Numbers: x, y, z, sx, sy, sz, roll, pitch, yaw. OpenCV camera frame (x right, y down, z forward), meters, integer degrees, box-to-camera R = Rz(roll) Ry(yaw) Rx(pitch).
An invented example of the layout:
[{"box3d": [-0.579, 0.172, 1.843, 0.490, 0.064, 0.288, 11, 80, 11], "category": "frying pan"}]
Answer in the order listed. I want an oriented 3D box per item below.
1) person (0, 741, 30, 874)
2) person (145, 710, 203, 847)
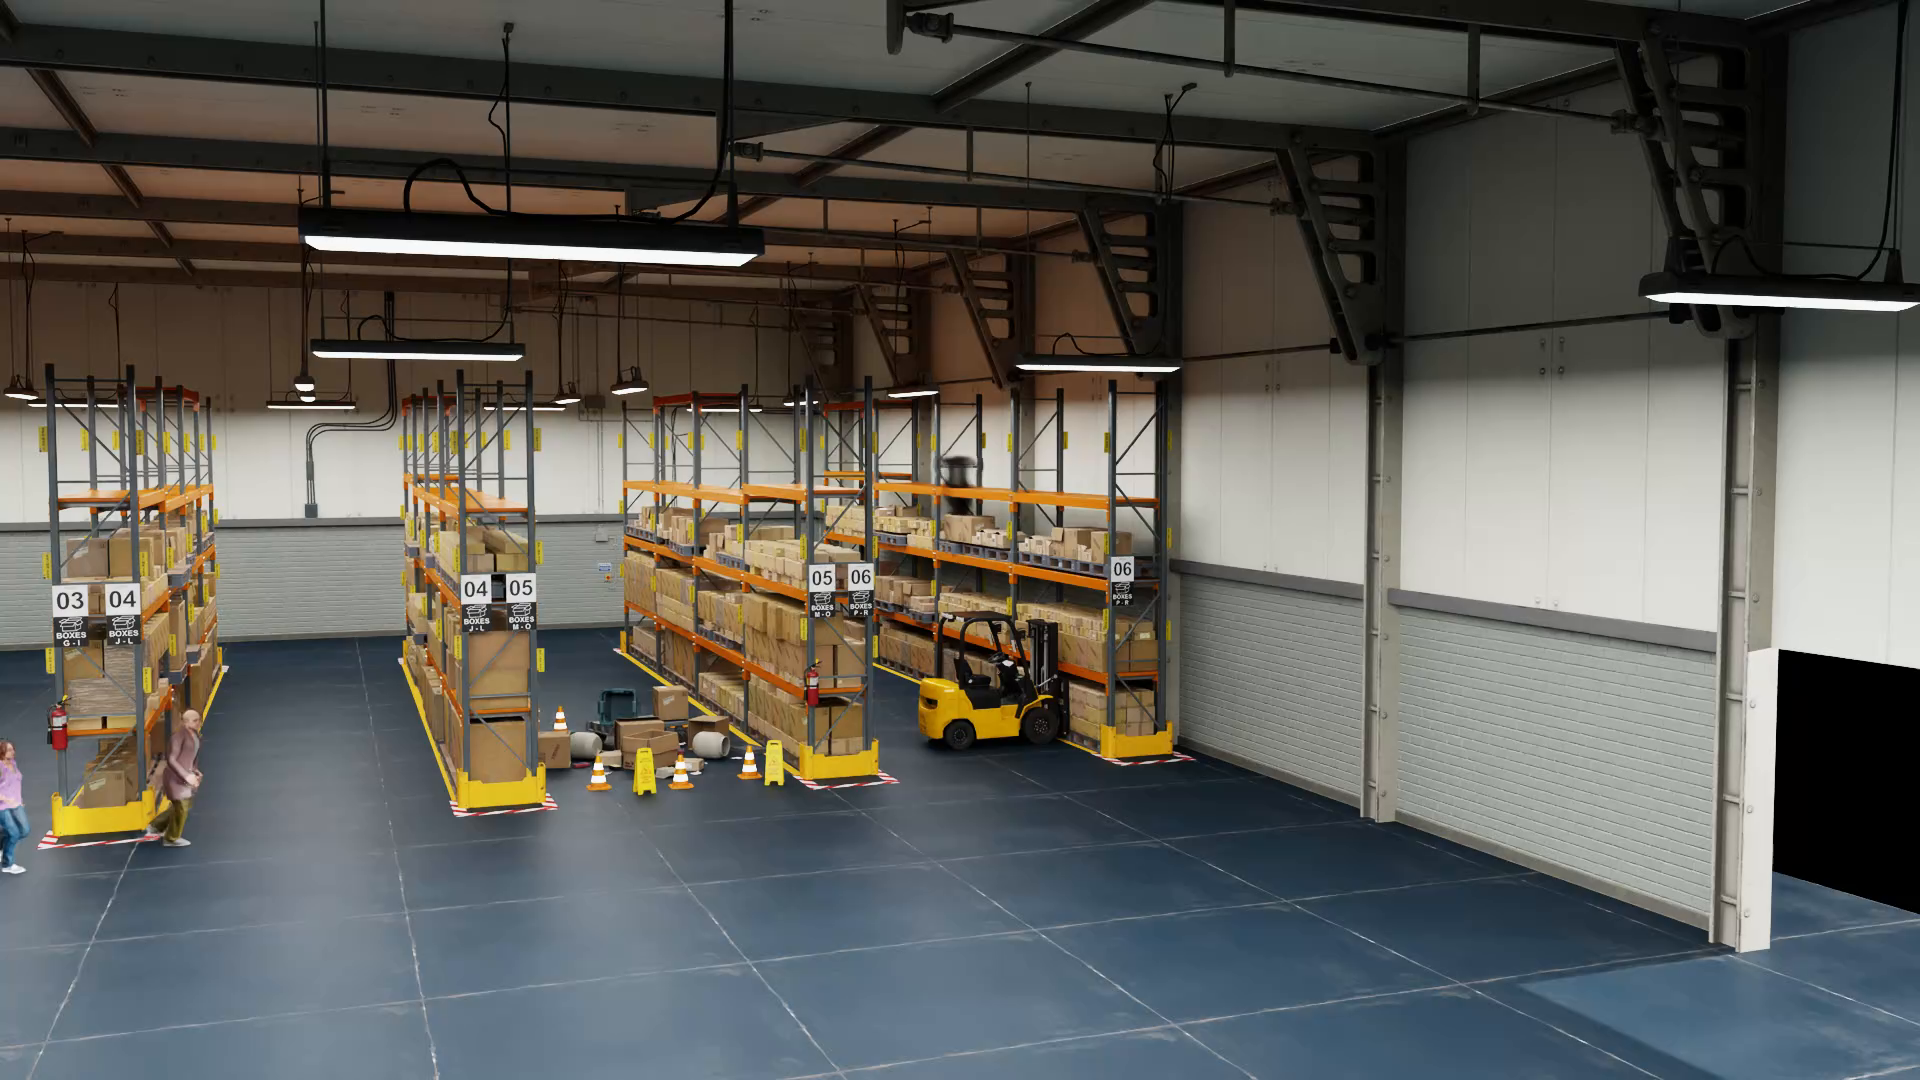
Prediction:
[{"box3d": [-11.090, 3.101, 19.271, 0.543, 1.563, 0.561, 0, 3, 8], "category": "person"}, {"box3d": [-9.723, 2.943, 20.553, 0.768, 1.707, 0.693, 0, 3, -2], "category": "person"}]
